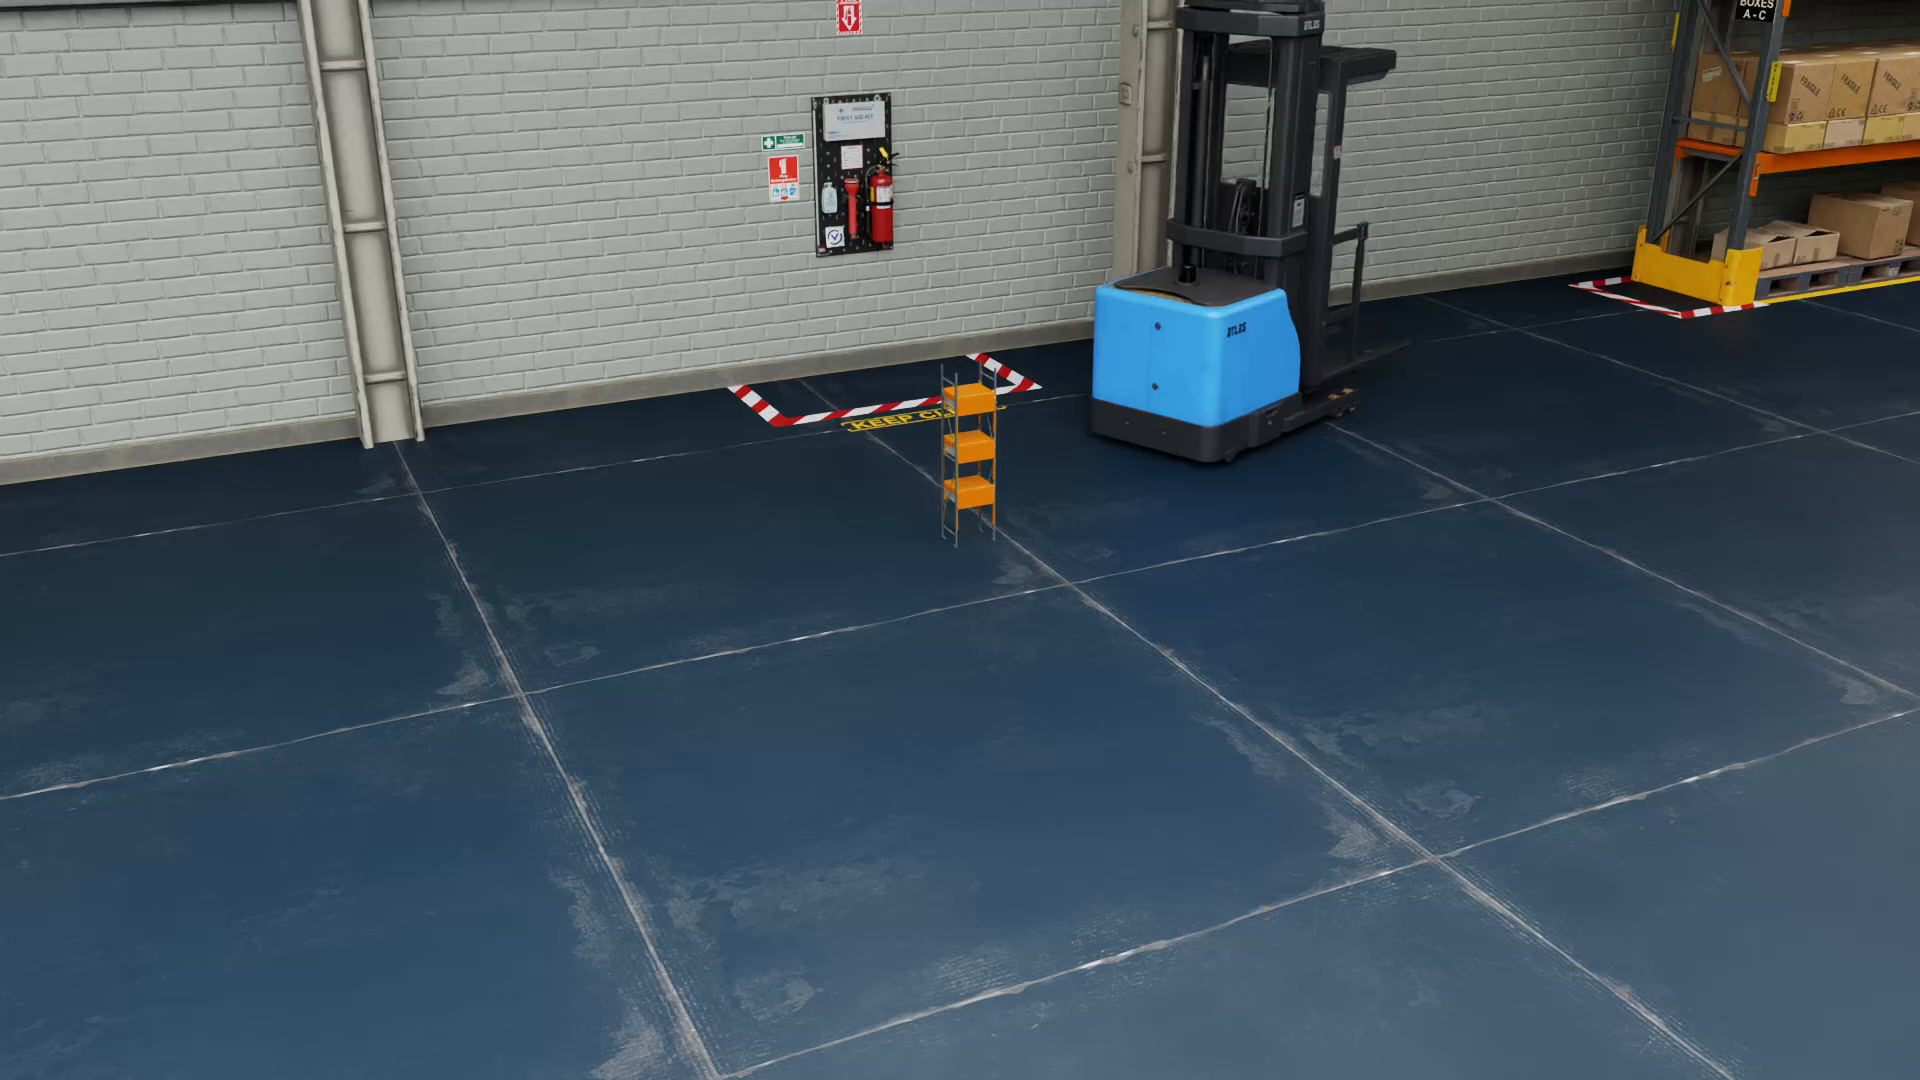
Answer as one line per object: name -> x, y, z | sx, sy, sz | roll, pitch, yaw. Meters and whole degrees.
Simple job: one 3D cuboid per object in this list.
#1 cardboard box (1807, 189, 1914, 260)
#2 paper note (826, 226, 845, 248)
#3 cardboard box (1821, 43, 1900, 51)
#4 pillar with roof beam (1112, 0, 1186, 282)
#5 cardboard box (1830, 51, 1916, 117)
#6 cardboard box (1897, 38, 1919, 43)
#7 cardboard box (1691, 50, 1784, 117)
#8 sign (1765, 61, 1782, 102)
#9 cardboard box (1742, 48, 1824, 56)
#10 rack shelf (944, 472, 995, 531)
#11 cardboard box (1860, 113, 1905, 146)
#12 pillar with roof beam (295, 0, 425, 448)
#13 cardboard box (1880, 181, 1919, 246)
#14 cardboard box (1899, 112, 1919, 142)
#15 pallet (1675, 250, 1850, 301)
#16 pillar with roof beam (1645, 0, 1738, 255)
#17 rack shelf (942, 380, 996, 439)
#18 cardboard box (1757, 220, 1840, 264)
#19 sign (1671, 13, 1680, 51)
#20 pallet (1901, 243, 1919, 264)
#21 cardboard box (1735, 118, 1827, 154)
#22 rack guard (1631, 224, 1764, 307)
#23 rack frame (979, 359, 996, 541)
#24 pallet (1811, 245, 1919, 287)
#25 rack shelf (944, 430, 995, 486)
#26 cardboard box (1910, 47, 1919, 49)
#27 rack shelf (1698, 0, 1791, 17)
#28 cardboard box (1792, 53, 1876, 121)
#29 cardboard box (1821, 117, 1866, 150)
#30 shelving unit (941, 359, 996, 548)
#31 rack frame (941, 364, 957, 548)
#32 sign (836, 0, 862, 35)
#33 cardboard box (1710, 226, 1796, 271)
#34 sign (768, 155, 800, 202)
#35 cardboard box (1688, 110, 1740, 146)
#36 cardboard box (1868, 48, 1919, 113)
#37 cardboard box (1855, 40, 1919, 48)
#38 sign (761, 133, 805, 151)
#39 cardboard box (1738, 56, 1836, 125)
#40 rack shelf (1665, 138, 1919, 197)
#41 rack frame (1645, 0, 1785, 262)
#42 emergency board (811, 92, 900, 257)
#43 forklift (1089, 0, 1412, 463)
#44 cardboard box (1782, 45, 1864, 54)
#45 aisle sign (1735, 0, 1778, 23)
cardboard box -> 8.505, -2.997, 15.761 | 0.500, 0.500, 0.700 | -12, 25, -27
paper note -> -0.937, -2.275, 12.477 | 0.142, 0.148, 0.016 | -10, 25, -24
cardboard box -> 8.354, -4.355, 15.537 | 0.500, 0.500, 0.500 | -10, 25, -23
pillar with roof beam -> 3.362, -4.373, 8.549 | 0.400, 9.000, 9.100 | -10, 25, -24
cardboard box -> 8.125, -4.090, 14.898 | 0.500, 0.500, 0.500 | -11, 25, -25
cardboard box -> 9.269, -4.525, 15.950 | 0.500, 0.500, 0.500 | -11, 25, -24
cardboard box -> 6.979, -4.104, 14.931 | 0.500, 0.500, 0.500 | -11, 25, -24
sign -> 6.882, -3.879, 14.067 | 0.005, 0.325, 0.100 | -10, 25, -24
cardboard box -> 7.437, -4.184, 15.125 | 0.500, 0.500, 0.500 | -10, 25, -23
rack shelf -> 0.048, -0.227, 9.681 | 0.240, 0.259, 0.215 | -10, 25, -24
cardboard box -> 8.147, -3.751, 15.059 | 0.500, 0.250, 0.500 | -11, 25, -24
pillar with roof beam -> -2.044, -3.378, 6.145 | 0.400, 9.000, 9.100 | -10, 25, -24
cardboard box -> 9.333, -3.192, 16.232 | 0.500, 0.500, 0.500 | -12, 26, -28
cardboard box -> 8.603, -3.834, 15.260 | 0.500, 0.250, 0.500 | -10, 25, -23
pallet -> 7.462, -2.513, 15.544 | 1.213, 0.211, 1.003 | -10, 25, -24
pillar with roof beam -> 8.769, -5.368, 10.953 | 0.400, 9.000, 9.100 | -10, 25, -24
rack shelf -> 0.048, -0.746, 9.466 | 0.240, 0.259, 0.215 | -10, 25, -24
cardboard box -> 7.822, -2.805, 15.545 | 0.500, 0.311, 0.500 | -8, 24, -19
sign -> 6.423, -4.541, 14.872 | 0.005, 0.325, 0.100 | -10, 25, -24
pallet -> 9.661, -2.917, 16.522 | 1.213, 0.211, 1.003 | -10, 25, -24
cardboard box -> 7.224, -3.577, 14.640 | 0.500, 0.250, 0.500 | -11, 25, -25
rack guard -> 6.715, -2.524, 15.193 | 0.348, 0.500, 1.175 | -10, 25, -24
rack frame -> 0.158, -0.514, 9.620 | 0.008, 1.050, 0.200 | -10, 25, -24
pallet -> 8.560, -2.713, 16.029 | 1.213, 0.211, 1.003 | -10, 25, -24
rack shelf -> 0.048, -0.484, 9.575 | 0.240, 0.259, 0.215 | -10, 25, -24
cardboard box -> 9.053, -4.266, 15.324 | 0.500, 0.500, 0.500 | -11, 25, -25
rack shelf -> 8.448, -5.051, 15.049 | 4.000, 0.370, 1.077 | -10, 25, -24
cardboard box -> 7.656, -4.006, 14.696 | 0.500, 0.500, 0.500 | -10, 25, -23
cardboard box -> 7.685, -3.668, 14.860 | 0.500, 0.250, 0.500 | -11, 25, -25
shelving unit -> 0.048, -0.494, 9.571 | 0.252, 1.050, 0.215 | -10, 25, -24
rack frame -> -0.062, -0.474, 9.522 | 0.008, 1.050, 0.200 | -10, 25, -24
sign -> -0.798, -3.792, 11.958 | 0.199, 0.298, 0.001 | -10, 25, -24
cardboard box -> 7.309, -2.711, 15.317 | 0.500, 0.311, 0.500 | -14, 26, -30
sign -> -1.291, -2.648, 12.179 | 0.234, 0.329, 0.001 | -10, 25, -24
cardboard box -> 6.983, -3.750, 15.058 | 0.500, 0.250, 0.500 | -10, 25, -23
cardboard box -> 8.585, -4.180, 15.115 | 0.500, 0.500, 0.500 | -10, 24, -22
cardboard box -> 8.817, -4.445, 15.755 | 0.500, 0.500, 0.500 | -10, 24, -22
sign -> -1.283, -2.891, 12.072 | 0.331, 0.109, 0.001 | -10, 25, -24
cardboard box -> 7.207, -3.928, 14.507 | 0.500, 0.500, 0.500 | -10, 25, -24
rack shelf -> 8.448, -3.665, 15.623 | 4.000, 0.370, 1.077 | -10, 25, -24
rack frame -> 6.646, -3.666, 14.684 | 0.127, 3.000, 1.000 | -10, 25, -24
emergency board -> -0.748, -2.688, 12.322 | 0.643, 1.169, 0.194 | -10, 25, -24
forklift -> 2.240, -2.340, 11.570 | 1.130, 2.935, 3.031 | 19, 29, 38
cardboard box -> 7.901, -4.271, 15.336 | 0.500, 0.500, 0.500 | -11, 25, -25
aisle sign -> 6.711, -4.752, 13.908 | 0.004, 0.787, 0.394 | -10, 25, -24
